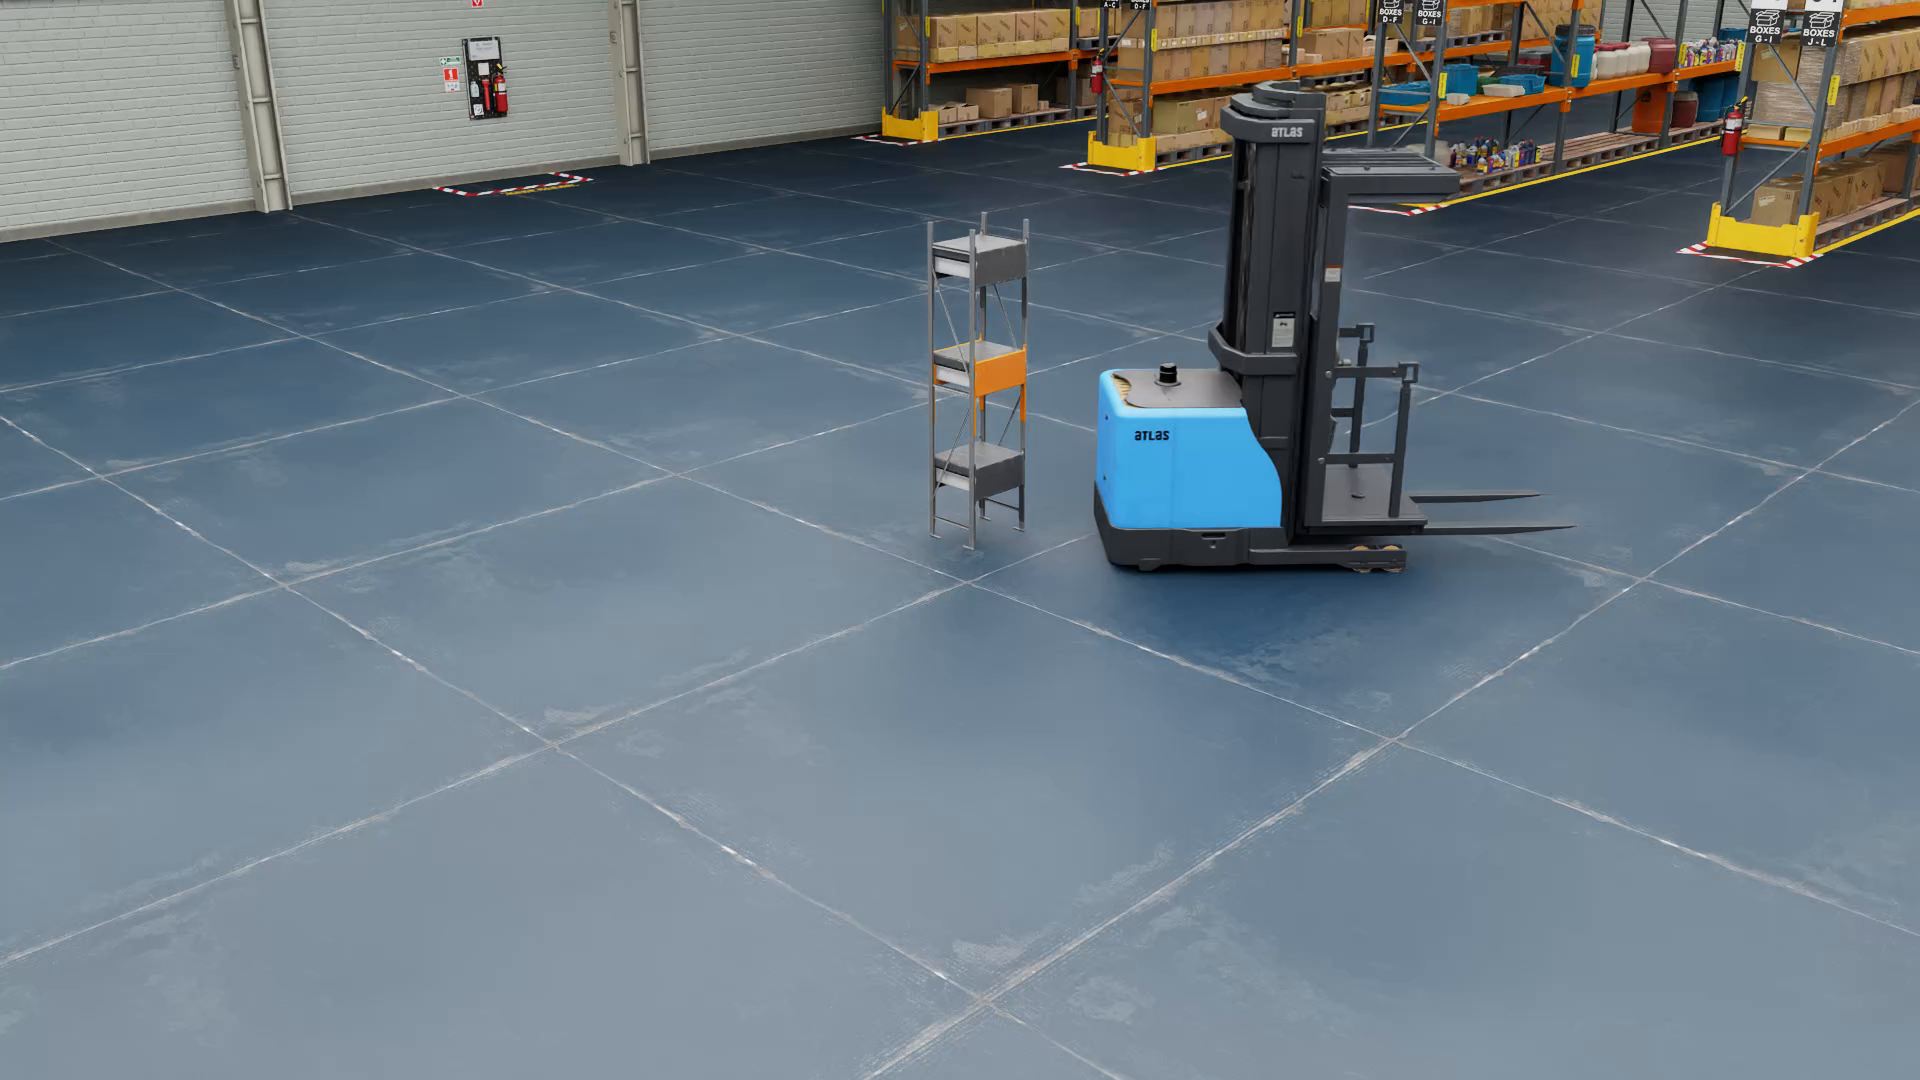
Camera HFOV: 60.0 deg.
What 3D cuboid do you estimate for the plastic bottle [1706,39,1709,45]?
[{"bbox_3d":[13.860,-9.174,30.925,0.061,0.283,0.133,19,28,41],"label":"plastic bottle"}]

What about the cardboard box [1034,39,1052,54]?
[{"bbox_3d":[1.369,-9.289,31.243,0.500,0.250,0.500,19,28,41],"label":"cardboard box"}]

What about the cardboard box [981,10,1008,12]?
[{"bbox_3d":[0.643,-9.636,31.099,0.500,0.500,0.500,-19,28,-41],"label":"cardboard box"}]

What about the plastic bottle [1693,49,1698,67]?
[{"bbox_3d":[12.707,-8.340,28.755,0.061,0.283,0.133,19,28,41],"label":"plastic bottle"}]

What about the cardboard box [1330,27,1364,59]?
[{"bbox_3d":[7.019,-9.074,30.363,0.500,0.500,0.500,17,27,38],"label":"cardboard box"}]

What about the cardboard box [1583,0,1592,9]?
[{"bbox_3d":[13.293,-11.719,35.851,0.500,0.500,0.500,-19,28,-41],"label":"cardboard box"}]

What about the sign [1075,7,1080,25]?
[{"bbox_3d":[2.230,-9.944,31.558,0.100,0.325,0.005,19,28,41],"label":"sign"}]

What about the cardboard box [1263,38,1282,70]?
[{"bbox_3d":[5.082,-8.366,28.519,0.700,0.500,0.500,18,28,39],"label":"cardboard box"}]

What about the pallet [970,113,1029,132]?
[{"bbox_3d":[0.541,-7.875,31.270,1.003,0.211,1.213,19,28,41],"label":"pallet"}]

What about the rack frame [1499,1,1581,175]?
[{"bbox_3d":[8.934,-7.194,25.610,1.000,3.000,0.127,19,28,41],"label":"rack frame"}]

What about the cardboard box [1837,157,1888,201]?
[{"bbox_3d":[12.175,-4.891,22.517,0.500,0.500,0.500,18,28,39],"label":"cardboard box"}]

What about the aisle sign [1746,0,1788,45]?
[{"bbox_3d":[9.434,-6.199,19.397,0.394,0.787,0.004,19,28,41],"label":"aisle sign"}]

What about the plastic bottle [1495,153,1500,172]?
[{"bbox_3d":[7.940,-5.599,24.651,0.097,0.271,0.097,0,21,0],"label":"plastic bottle"}]

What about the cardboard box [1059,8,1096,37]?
[{"bbox_3d":[2.215,-10.048,32.283,0.700,0.500,0.500,19,28,41],"label":"cardboard box"}]

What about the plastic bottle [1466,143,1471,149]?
[{"bbox_3d":[7.797,-5.947,25.540,0.133,0.283,0.061,-19,28,-40],"label":"plastic bottle"}]

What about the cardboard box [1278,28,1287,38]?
[{"bbox_3d":[5.351,-8.661,28.383,0.380,0.149,0.250,19,28,41],"label":"cardboard box"}]

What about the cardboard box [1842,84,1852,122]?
[{"bbox_3d":[10.358,-5.405,20.401,0.875,0.500,0.500,19,28,41],"label":"cardboard box"}]

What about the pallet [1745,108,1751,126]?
[{"bbox_3d":[15.000,-8.147,31.978,1.003,0.211,1.213,19,28,41],"label":"pallet"}]

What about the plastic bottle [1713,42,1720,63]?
[{"bbox_3d":[13.339,-8.626,29.405,0.144,0.351,0.185,19,28,41],"label":"plastic bottle"}]

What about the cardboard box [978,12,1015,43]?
[{"bbox_3d":[0.662,-9.374,30.417,0.500,0.500,0.500,-19,28,-40],"label":"cardboard box"}]

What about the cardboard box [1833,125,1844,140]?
[{"bbox_3d":[10.435,-4.942,20.103,0.380,0.149,0.250,19,28,41],"label":"cardboard box"}]

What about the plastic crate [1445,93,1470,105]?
[{"bbox_3d":[6.998,-6.192,23.371,0.298,0.136,0.250,19,28,41],"label":"plastic crate"}]

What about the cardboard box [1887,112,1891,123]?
[{"bbox_3d":[11.781,-5.474,21.485,0.380,0.149,0.250,19,28,41],"label":"cardboard box"}]

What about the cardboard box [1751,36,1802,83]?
[{"bbox_3d":[9.899,-5.782,19.988,0.500,0.500,0.500,19,28,41],"label":"cardboard box"}]

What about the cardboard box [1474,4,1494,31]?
[{"bbox_3d":[10.478,-10.668,33.924,0.700,0.500,0.500,9,23,23],"label":"cardboard box"}]

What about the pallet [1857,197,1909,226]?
[{"bbox_3d":[12.039,-4.471,22.413,1.003,0.211,1.213,19,28,41],"label":"pallet"}]

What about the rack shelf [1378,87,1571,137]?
[{"bbox_3d":[7.539,-6.344,24.402,1.077,0.370,4.000,19,28,41],"label":"rack shelf"}]

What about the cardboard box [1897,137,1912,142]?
[{"bbox_3d":[14.052,-5.551,24.206,0.500,0.500,0.700,-17,27,-38],"label":"cardboard box"}]

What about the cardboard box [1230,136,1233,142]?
[{"bbox_3d":[4.526,-6.915,28.132,0.500,0.250,0.500,19,28,41],"label":"cardboard box"}]

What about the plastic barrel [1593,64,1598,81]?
[{"bbox_3d":[9.967,-7.431,26.420,0.301,0.262,0.301,0,21,0],"label":"plastic barrel"}]

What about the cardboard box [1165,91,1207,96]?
[{"bbox_3d":[3.795,-7.270,28.011,0.500,0.500,0.500,19,28,41],"label":"cardboard box"}]

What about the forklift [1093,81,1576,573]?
[{"bbox_3d":[2.439,-1.350,10.502,3.031,2.935,1.130,-1,21,-2],"label":"forklift"}]

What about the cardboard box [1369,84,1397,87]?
[{"bbox_3d":[7.989,-8.441,31.320,0.500,0.311,0.500,-19,28,-41],"label":"cardboard box"}]

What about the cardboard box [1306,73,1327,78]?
[{"bbox_3d":[8.012,-10.926,38.218,0.700,0.500,0.500,20,29,41],"label":"cardboard box"}]

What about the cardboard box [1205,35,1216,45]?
[{"bbox_3d":[3.922,-8.134,27.014,0.380,0.149,0.250,19,28,40],"label":"cardboard box"}]

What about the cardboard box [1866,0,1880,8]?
[{"bbox_3d":[10.569,-6.450,19.702,0.500,0.250,0.500,18,28,39],"label":"cardboard box"}]

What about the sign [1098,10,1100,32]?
[{"bbox_3d":[2.218,-8.197,26.276,0.100,0.325,0.005,19,28,41],"label":"sign"}]

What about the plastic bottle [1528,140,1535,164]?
[{"bbox_3d":[8.691,-5.925,25.388,0.144,0.351,0.185,18,28,39],"label":"plastic bottle"}]

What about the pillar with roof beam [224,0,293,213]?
[{"bbox_3d":[-6.373,-7.680,18.513,9.100,9.000,0.400,19,28,41],"label":"pillar with roof beam"}]

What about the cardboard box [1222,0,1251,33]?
[{"bbox_3d":[4.381,-8.712,27.613,0.700,0.500,0.500,19,28,41],"label":"cardboard box"}]

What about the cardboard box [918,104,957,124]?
[{"bbox_3d":[-0.408,-7.751,30.194,0.500,0.311,0.500,15,26,35],"label":"cardboard box"}]

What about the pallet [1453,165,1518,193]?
[{"bbox_3d":[7.584,-5.415,24.869,1.003,0.211,1.213,19,28,41],"label":"pallet"}]

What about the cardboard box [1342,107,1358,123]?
[{"bbox_3d":[6.919,-7.784,30.393,0.500,0.250,0.500,-20,28,-41],"label":"cardboard box"}]

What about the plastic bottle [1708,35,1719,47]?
[{"bbox_3d":[14.009,-9.208,30.918,0.144,0.351,0.185,19,28,41],"label":"plastic bottle"}]

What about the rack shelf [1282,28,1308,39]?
[{"bbox_3d":[6.021,-10.880,36.203,1.077,0.370,4.000,19,28,41],"label":"rack shelf"}]

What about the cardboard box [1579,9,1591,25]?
[{"bbox_3d":[13.282,-11.248,36.020,0.500,0.500,0.500,20,28,41],"label":"cardboard box"}]

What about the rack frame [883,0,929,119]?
[{"bbox_3d":[-0.955,-8.645,29.386,1.000,3.000,0.127,19,28,41],"label":"rack frame"}]

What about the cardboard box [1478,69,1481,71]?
[{"bbox_3d":[10.456,-9.466,34.393,0.500,0.500,0.500,18,27,38],"label":"cardboard box"}]

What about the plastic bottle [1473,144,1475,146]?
[{"bbox_3d":[7.866,-5.926,25.502,0.097,0.271,0.097,0,21,0],"label":"plastic bottle"}]

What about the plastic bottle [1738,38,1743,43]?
[{"bbox_3d":[14.108,-8.909,30.142,0.144,0.351,0.185,19,28,41],"label":"plastic bottle"}]

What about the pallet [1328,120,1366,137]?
[{"bbox_3d":[6.725,-7.647,30.677,1.003,0.211,1.213,19,28,41],"label":"pallet"}]

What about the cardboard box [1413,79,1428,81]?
[{"bbox_3d":[9.061,-8.683,32.355,0.500,0.500,0.500,18,27,39],"label":"cardboard box"}]

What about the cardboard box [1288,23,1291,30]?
[{"bbox_3d":[7.224,-11.393,36.859,0.250,0.149,0.380,-20,28,-41],"label":"cardboard box"}]

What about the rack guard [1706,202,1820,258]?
[{"bbox_3d":[9.745,-3.779,20.209,1.175,0.500,0.348,19,28,41],"label":"rack guard"}]

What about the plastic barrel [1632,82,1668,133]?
[{"bbox_3d":[12.053,-7.535,28.938,0.600,0.830,0.708,19,28,41],"label":"plastic barrel"}]

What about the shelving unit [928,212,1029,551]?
[{"bbox_3d":[0.115,-1.023,10.809,0.431,2.100,0.503,19,28,41],"label":"shelving unit"}]
